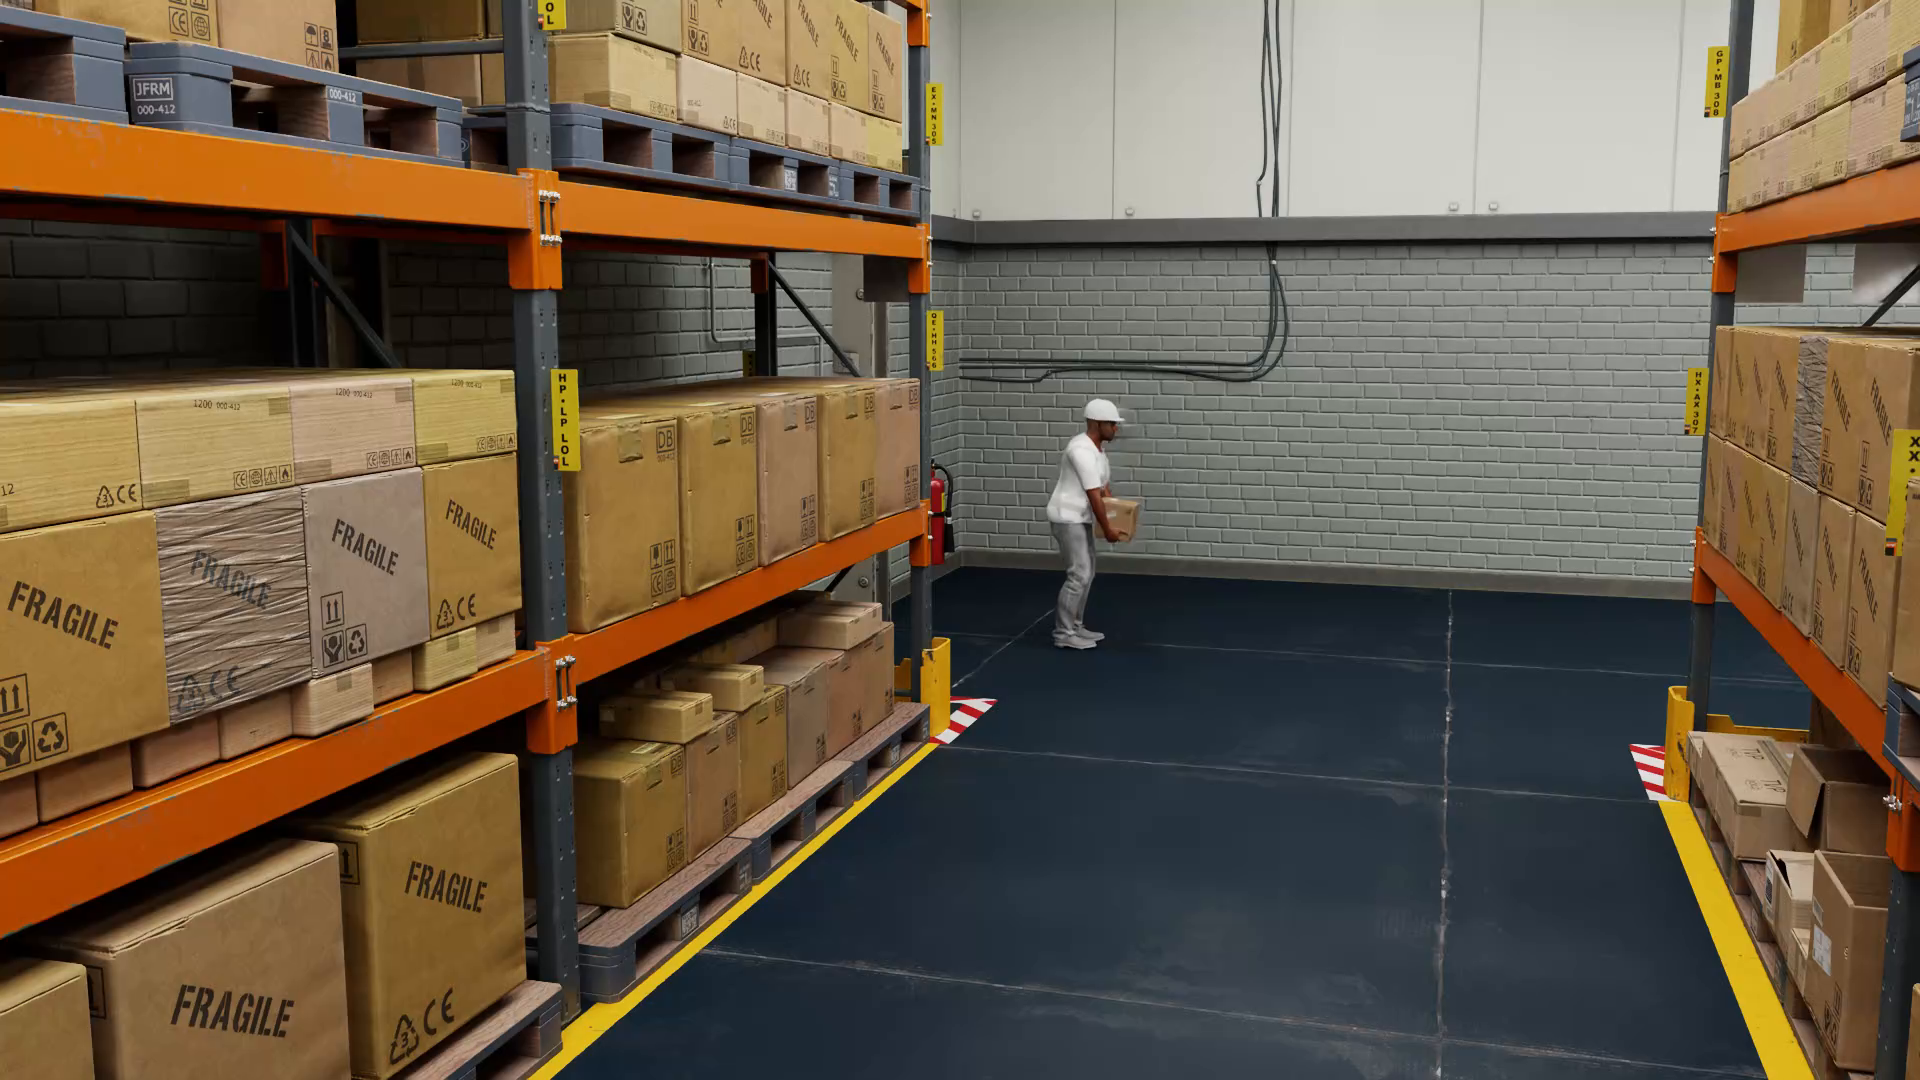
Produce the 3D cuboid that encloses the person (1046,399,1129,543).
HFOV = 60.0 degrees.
[{"bbox_3d":[0.917,-0.493,11.617,0.602,0.980,0.497,2,9,15],"label":"person"}]
